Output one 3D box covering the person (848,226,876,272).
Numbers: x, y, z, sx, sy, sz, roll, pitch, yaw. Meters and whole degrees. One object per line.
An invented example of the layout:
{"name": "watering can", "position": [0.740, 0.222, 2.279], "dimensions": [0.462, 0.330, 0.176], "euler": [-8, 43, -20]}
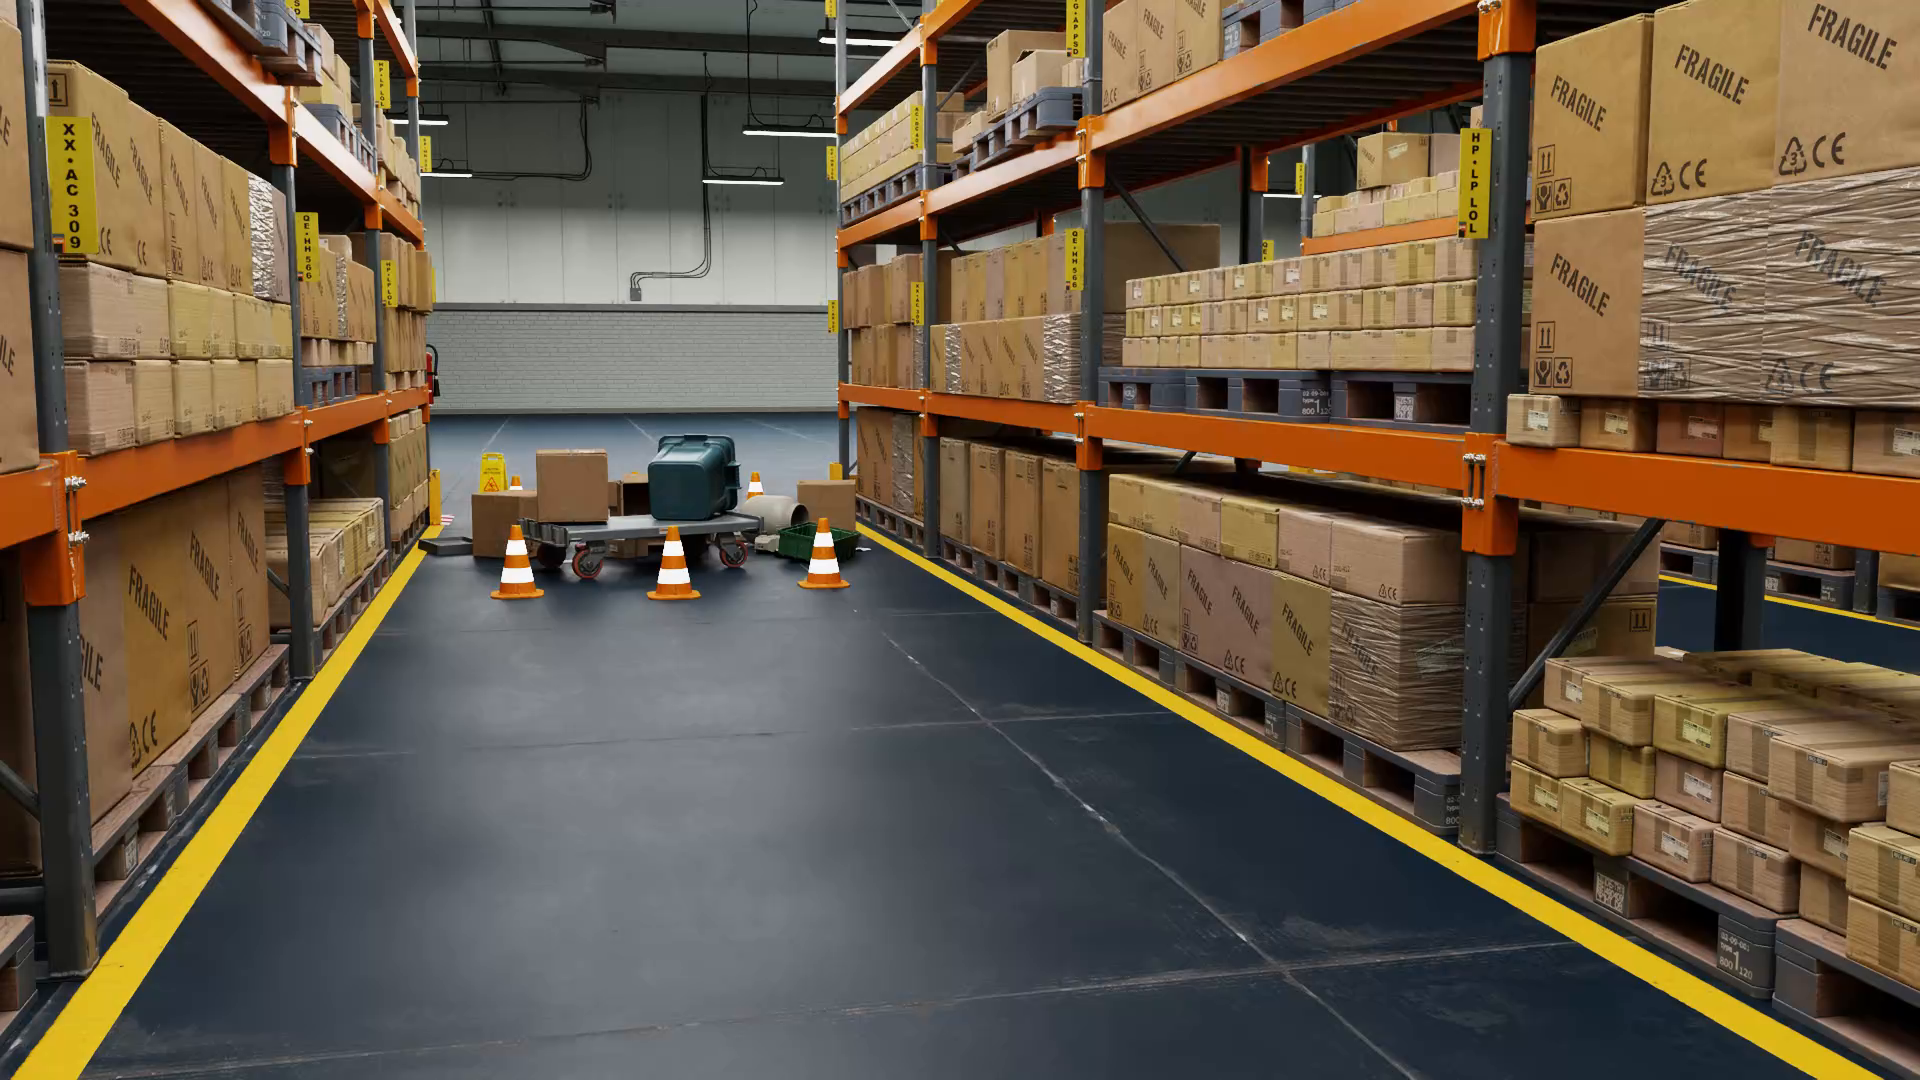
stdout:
{"name": "person", "position": [-1.467, -1.080, 5.709], "dimensions": [9.744, 2.370, 22.327], "euler": [1, 6, 6]}
